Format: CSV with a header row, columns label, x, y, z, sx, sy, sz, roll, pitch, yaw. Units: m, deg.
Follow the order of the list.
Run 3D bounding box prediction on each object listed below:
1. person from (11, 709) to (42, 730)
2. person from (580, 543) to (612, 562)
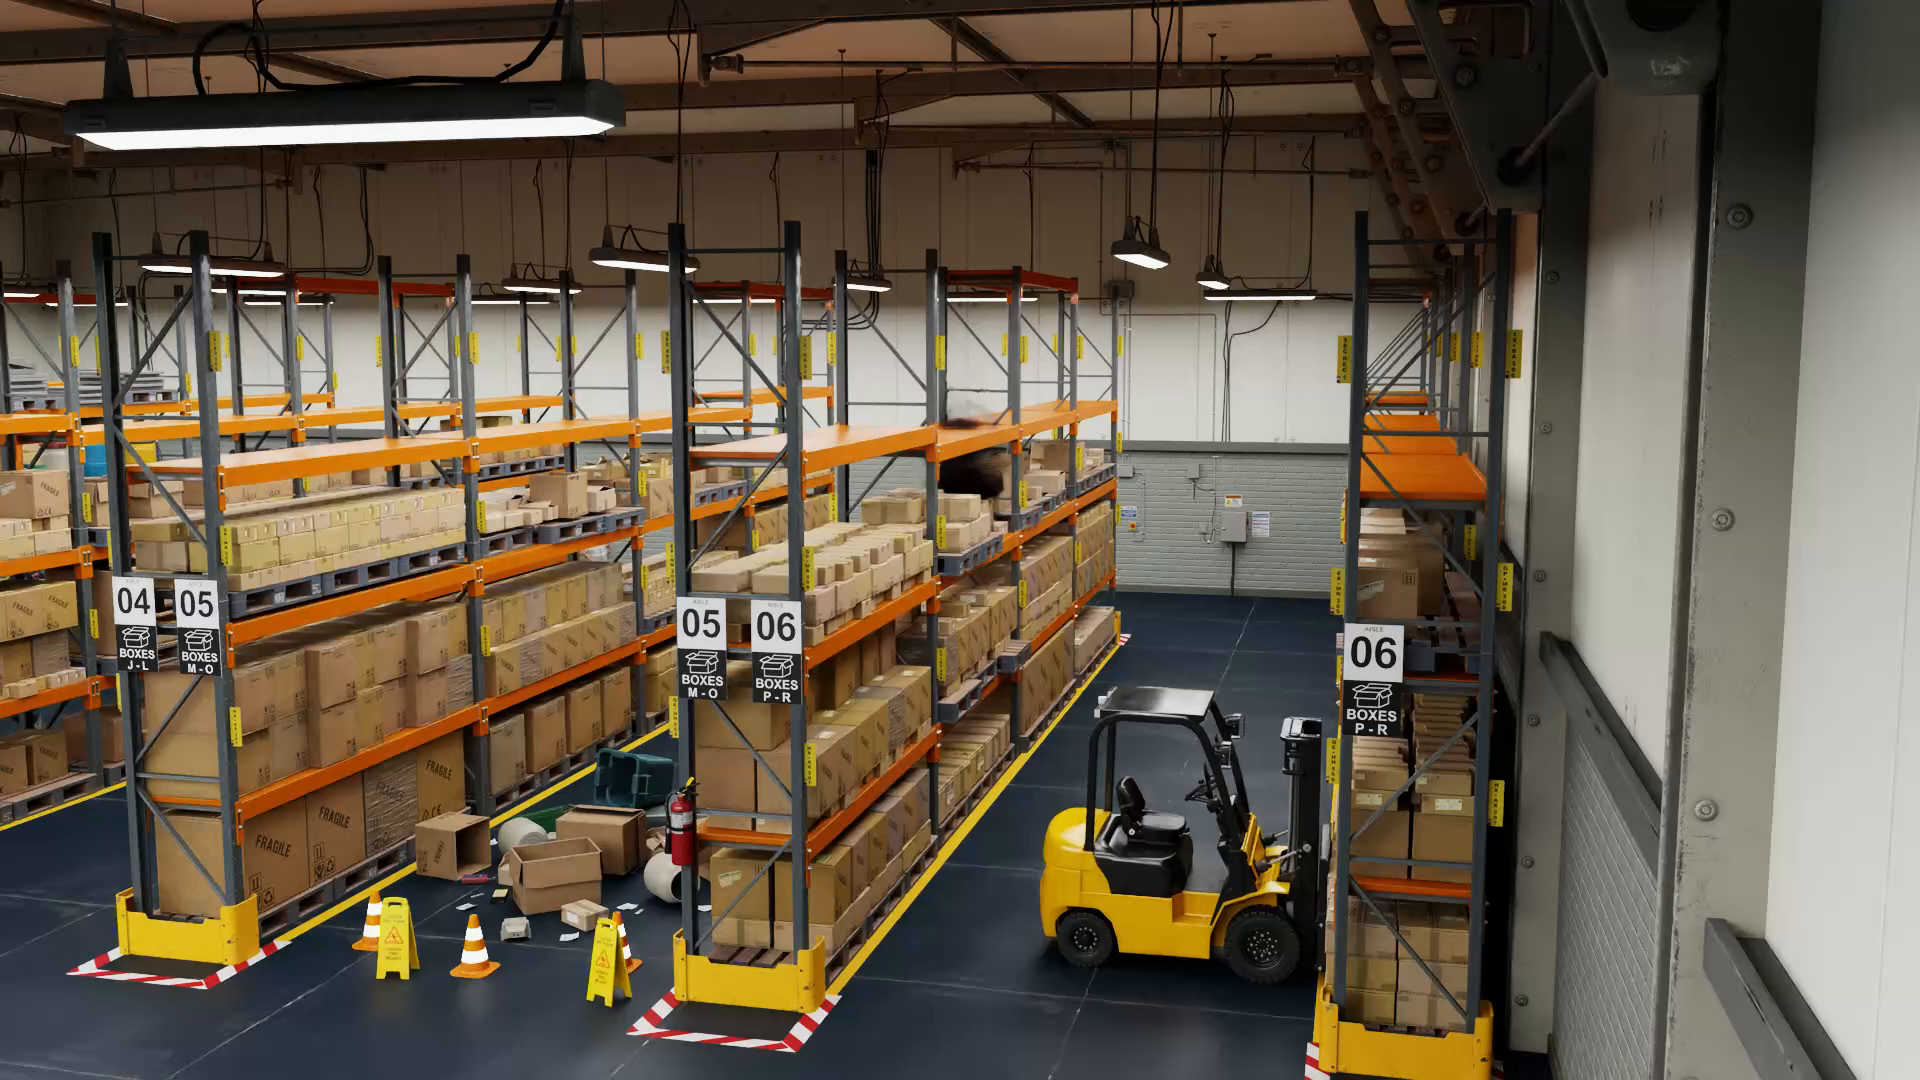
label,x,y,z,sx,sy,sz,roll,pitch,yaw
person,-11.644,1.870,20.818,0.537,1.558,0.549,0,7,2
person,-6.950,0.432,31.841,0.687,1.788,0.659,7,10,44
